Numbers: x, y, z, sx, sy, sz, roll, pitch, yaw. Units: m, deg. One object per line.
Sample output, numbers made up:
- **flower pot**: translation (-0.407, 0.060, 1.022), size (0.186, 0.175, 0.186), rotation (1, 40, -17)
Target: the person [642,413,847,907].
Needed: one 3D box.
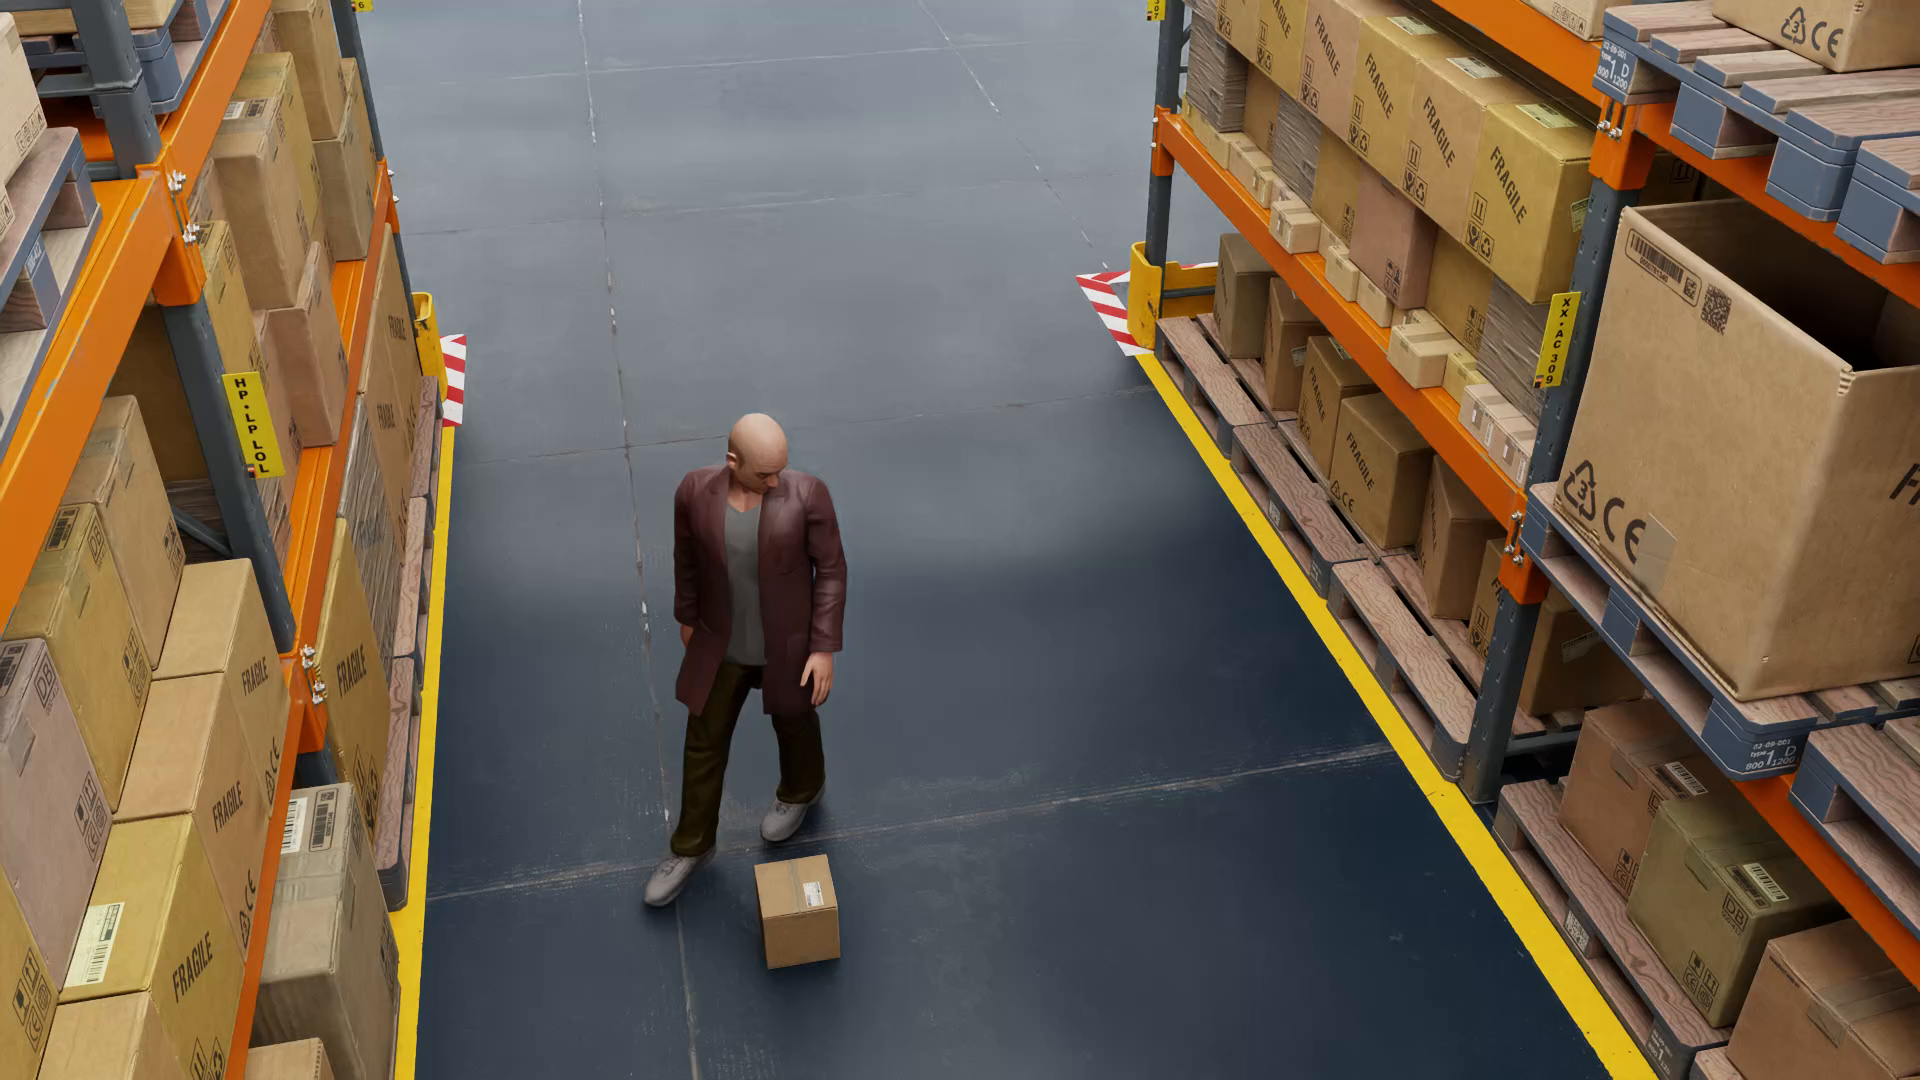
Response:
- **person**: translation (-0.726, 0.401, 5.560), size (0.669, 1.754, 0.759), rotation (5, 34, 7)
